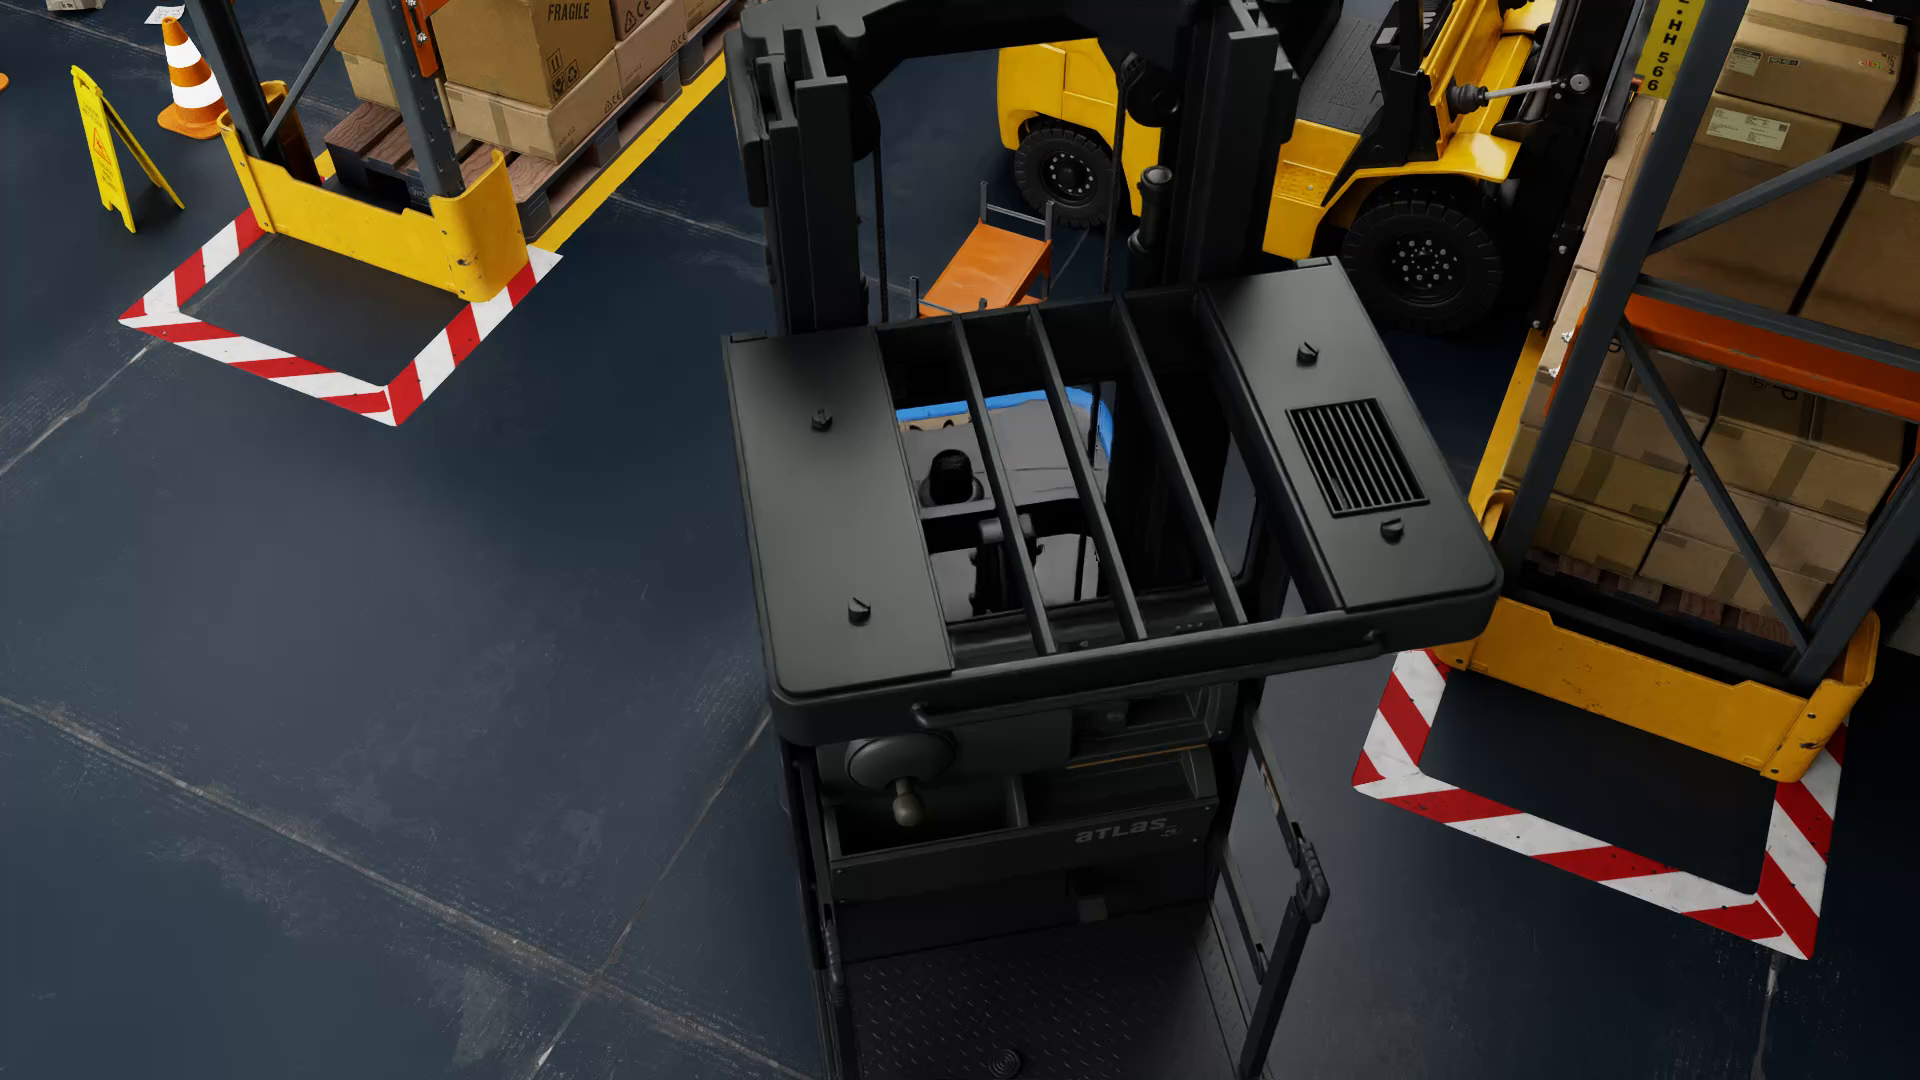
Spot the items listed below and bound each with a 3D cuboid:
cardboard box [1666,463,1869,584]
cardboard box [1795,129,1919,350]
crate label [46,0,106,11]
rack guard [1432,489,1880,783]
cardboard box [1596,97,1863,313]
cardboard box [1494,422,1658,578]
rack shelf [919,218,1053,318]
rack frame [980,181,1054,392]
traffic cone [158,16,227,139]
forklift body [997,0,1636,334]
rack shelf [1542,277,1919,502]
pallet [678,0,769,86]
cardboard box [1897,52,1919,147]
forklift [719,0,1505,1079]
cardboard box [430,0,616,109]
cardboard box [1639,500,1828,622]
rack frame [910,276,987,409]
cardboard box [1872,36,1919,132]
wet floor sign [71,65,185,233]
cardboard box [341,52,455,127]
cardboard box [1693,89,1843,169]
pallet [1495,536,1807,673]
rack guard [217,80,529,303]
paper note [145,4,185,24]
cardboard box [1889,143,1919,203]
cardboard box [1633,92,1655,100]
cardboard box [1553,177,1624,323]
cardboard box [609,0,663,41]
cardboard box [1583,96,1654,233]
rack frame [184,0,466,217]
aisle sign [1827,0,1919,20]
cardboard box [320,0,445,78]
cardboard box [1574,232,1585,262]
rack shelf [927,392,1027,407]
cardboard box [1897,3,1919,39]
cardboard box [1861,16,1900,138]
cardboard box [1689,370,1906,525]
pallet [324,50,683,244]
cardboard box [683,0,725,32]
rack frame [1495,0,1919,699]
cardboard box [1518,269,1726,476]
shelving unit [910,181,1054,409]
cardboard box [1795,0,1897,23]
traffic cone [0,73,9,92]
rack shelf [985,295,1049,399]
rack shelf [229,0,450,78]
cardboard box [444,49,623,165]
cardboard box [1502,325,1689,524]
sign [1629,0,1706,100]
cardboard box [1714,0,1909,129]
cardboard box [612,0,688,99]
[{"bbox_3d":[2.526,-0.196,5.149,0.500,0.250,0.500,21,53,17],"label":"cardboard box"},{"bbox_3d":[2.600,-0.816,4.409,0.500,0.500,0.500,21,53,17],"label":"cardboard box"},{"bbox_3d":[-4.204,-2.622,7.891,0.250,0.136,0.298,-4,50,-3],"label":"crate label"},{"bbox_3d":[2.127,0.294,5.172,1.175,0.500,0.348,20,52,16],"label":"rack guard"},{"bbox_3d":[2.110,-0.990,4.557,0.500,0.500,0.500,19,52,15],"label":"cardboard box"},{"bbox_3d":[2.052,-0.204,5.484,0.500,0.250,0.500,20,53,16],"label":"cardboard box"},{"bbox_3d":[0.071,-0.758,5.091,0.258,0.148,0.480,20,52,16],"label":"rack shelf"},{"bbox_3d":[0.175,-0.671,5.533,0.240,1.200,0.015,20,52,16],"label":"rack frame"},{"bbox_3d":[-3.335,-2.039,7.181,0.336,0.463,0.334,20,52,16],"label":"traffic cone"},{"bbox_3d":[1.298,-2.157,6.173,2.313,2.155,1.214,20,52,16],"label":"forklift body"},{"bbox_3d":[2.992,-1.677,5.680,1.077,0.370,4.000,20,52,16],"label":"rack shelf"},{"bbox_3d":[-1.418,-2.679,7.891,1.003,0.211,1.213,20,52,16],"label":"pallet"},{"bbox_3d":[2.474,-1.034,3.973,0.380,0.149,0.250,19,52,15],"label":"cardboard box"},{"bbox_3d":[0.188,0.474,3.422,1.130,2.935,3.031,-8,50,-7],"label":"forklift"},{"bbox_3d":[-1.748,-2.116,6.618,0.500,0.500,0.500,18,52,15],"label":"cardboard box"},{"bbox_3d":[2.524,-0.053,5.355,0.500,0.250,0.500,20,52,16],"label":"cardboard box"},{"bbox_3d":[-0.034,-0.335,5.247,0.240,1.200,0.015,20,52,16],"label":"rack frame"},{"bbox_3d":[2.564,-1.115,4.238,0.380,0.149,0.250,20,52,16],"label":"cardboard box"},{"bbox_3d":[-3.401,-1.600,6.688,0.232,0.644,0.267,-37,59,-27],"label":"wet floor sign"},{"bbox_3d":[-2.240,-2.051,7.055,0.500,0.250,0.500,20,52,16],"label":"cardboard box"},{"bbox_3d":[2.032,-1.105,4.230,0.380,0.149,0.250,21,53,17],"label":"cardboard box"},{"bbox_3d":[2.426,-0.170,5.756,1.003,0.211,1.213,20,52,16],"label":"pallet"},{"bbox_3d":[-2.320,-1.388,6.603,1.175,0.500,0.348,20,52,16],"label":"rack guard"},{"bbox_3d":[-3.748,-2.482,7.842,0.148,0.019,0.142,4,50,3],"label":"paper note"},{"bbox_3d":[2.517,-0.925,4.076,0.380,0.149,0.250,19,52,15],"label":"cardboard box"},{"bbox_3d":[2.695,-1.571,5.991,0.500,0.250,0.500,19,52,15],"label":"cardboard box"},{"bbox_3d":[2.265,-0.874,5.397,0.500,0.250,0.500,21,53,17],"label":"cardboard box"},{"bbox_3d":[-1.529,-2.477,6.925,0.500,0.500,0.500,18,52,15],"label":"cardboard box"},{"bbox_3d":[2.471,-1.225,5.696,0.500,0.250,0.500,20,53,17],"label":"cardboard box"},{"bbox_3d":[-2.352,-2.145,5.606,1.000,3.000,0.127,20,52,16],"label":"rack frame"},{"bbox_3d":[1.843,-1.426,3.287,0.394,0.787,0.004,20,52,16],"label":"aisle sign"},{"bbox_3d":[-2.246,-2.270,6.749,0.500,0.500,0.500,20,53,16],"label":"cardboard box"},{"bbox_3d":[2.488,-1.081,5.902,0.500,0.250,0.500,19,52,15],"label":"cardboard box"},{"bbox_3d":[0.071,-0.459,5.441,0.258,0.148,0.480,20,52,16],"label":"rack shelf"},{"bbox_3d":[2.679,-1.288,4.385,0.380,0.149,0.250,19,52,15],"label":"cardboard box"},{"bbox_3d":[2.802,-1.182,4.721,0.500,0.500,0.500,21,53,17],"label":"cardboard box"},{"bbox_3d":[2.514,-0.371,4.970,0.500,0.250,0.500,19,52,16],"label":"cardboard box"},{"bbox_3d":[-1.941,-1.842,7.179,1.003,0.211,1.213,20,52,16],"label":"pallet"},{"bbox_3d":[-1.311,-2.585,7.510,0.500,0.250,0.500,23,53,18],"label":"cardboard box"},{"bbox_3d":[2.137,-0.533,4.234,1.000,3.000,0.127,20,52,16],"label":"rack frame"},{"bbox_3d":[2.052,-0.521,5.097,0.500,0.250,0.500,21,53,17],"label":"cardboard box"},{"bbox_3d":[0.071,-0.503,5.390,0.258,1.200,0.503,20,52,16],"label":"shelving unit"},{"bbox_3d":[2.177,-1.367,4.257,0.380,0.149,0.250,20,52,16],"label":"cardboard box"},{"bbox_3d":[-4.484,-2.166,7.289,0.336,0.463,0.334,20,52,16],"label":"traffic cone"},{"bbox_3d":[0.071,-0.604,5.271,0.258,0.148,0.480,20,52,16],"label":"rack shelf"},{"bbox_3d":[-1.498,-3.289,7.052,1.077,0.370,4.000,20,52,16],"label":"rack shelf"},{"bbox_3d":[-1.758,-1.856,6.889,0.500,0.250,0.500,19,52,16],"label":"cardboard box"},{"bbox_3d":[2.062,-0.377,5.303,0.500,0.250,0.500,19,52,16],"label":"cardboard box"},{"bbox_3d":[1.652,-1.171,3.861,0.100,0.325,0.005,20,52,16],"label":"sign"},{"bbox_3d":[2.100,-1.187,4.104,0.380,0.149,0.250,20,52,16],"label":"cardboard box"},{"bbox_3d":[-1.533,-2.205,7.186,0.500,0.250,0.500,22,53,17],"label":"cardboard box"}]
